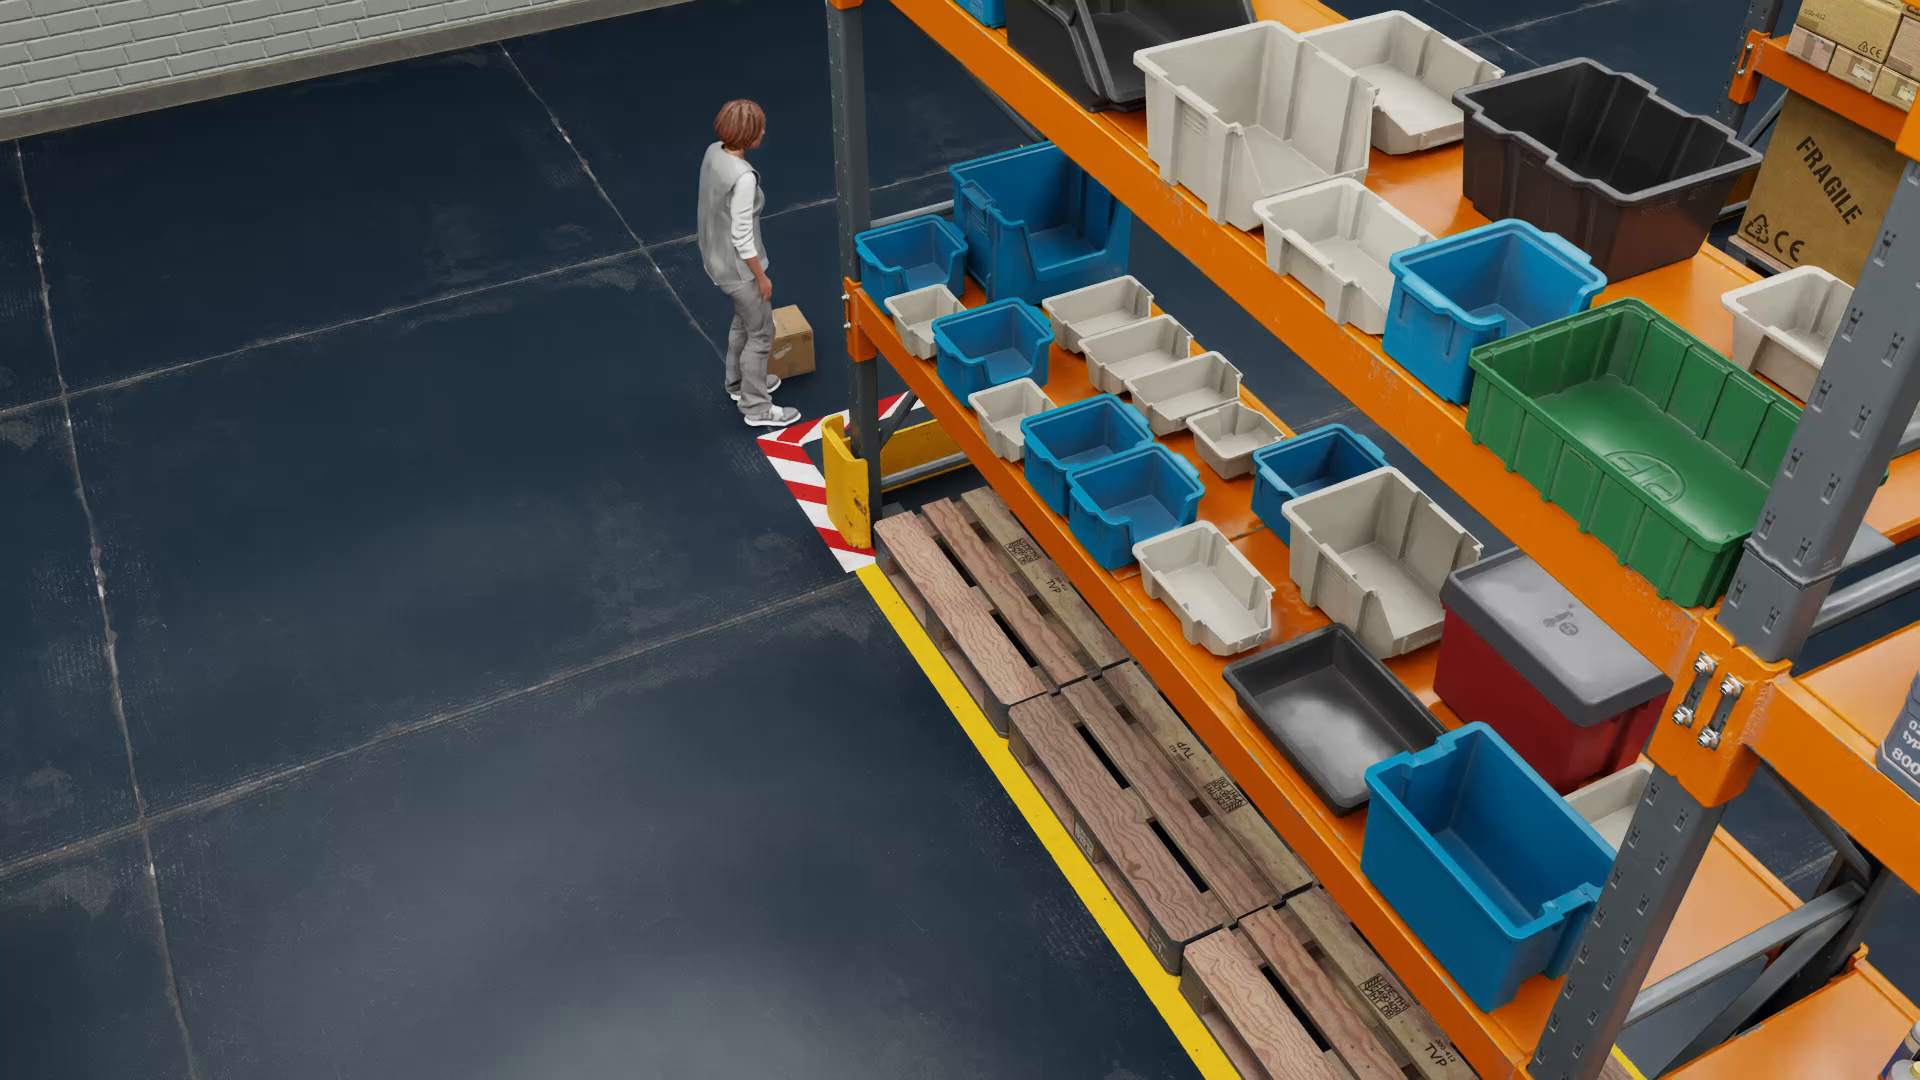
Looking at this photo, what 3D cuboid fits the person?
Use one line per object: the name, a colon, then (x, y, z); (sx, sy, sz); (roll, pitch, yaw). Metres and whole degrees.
person: (-0.994, -1.265, 7.643); (0.324, 1.593, 0.463); (-16, 44, -17)
